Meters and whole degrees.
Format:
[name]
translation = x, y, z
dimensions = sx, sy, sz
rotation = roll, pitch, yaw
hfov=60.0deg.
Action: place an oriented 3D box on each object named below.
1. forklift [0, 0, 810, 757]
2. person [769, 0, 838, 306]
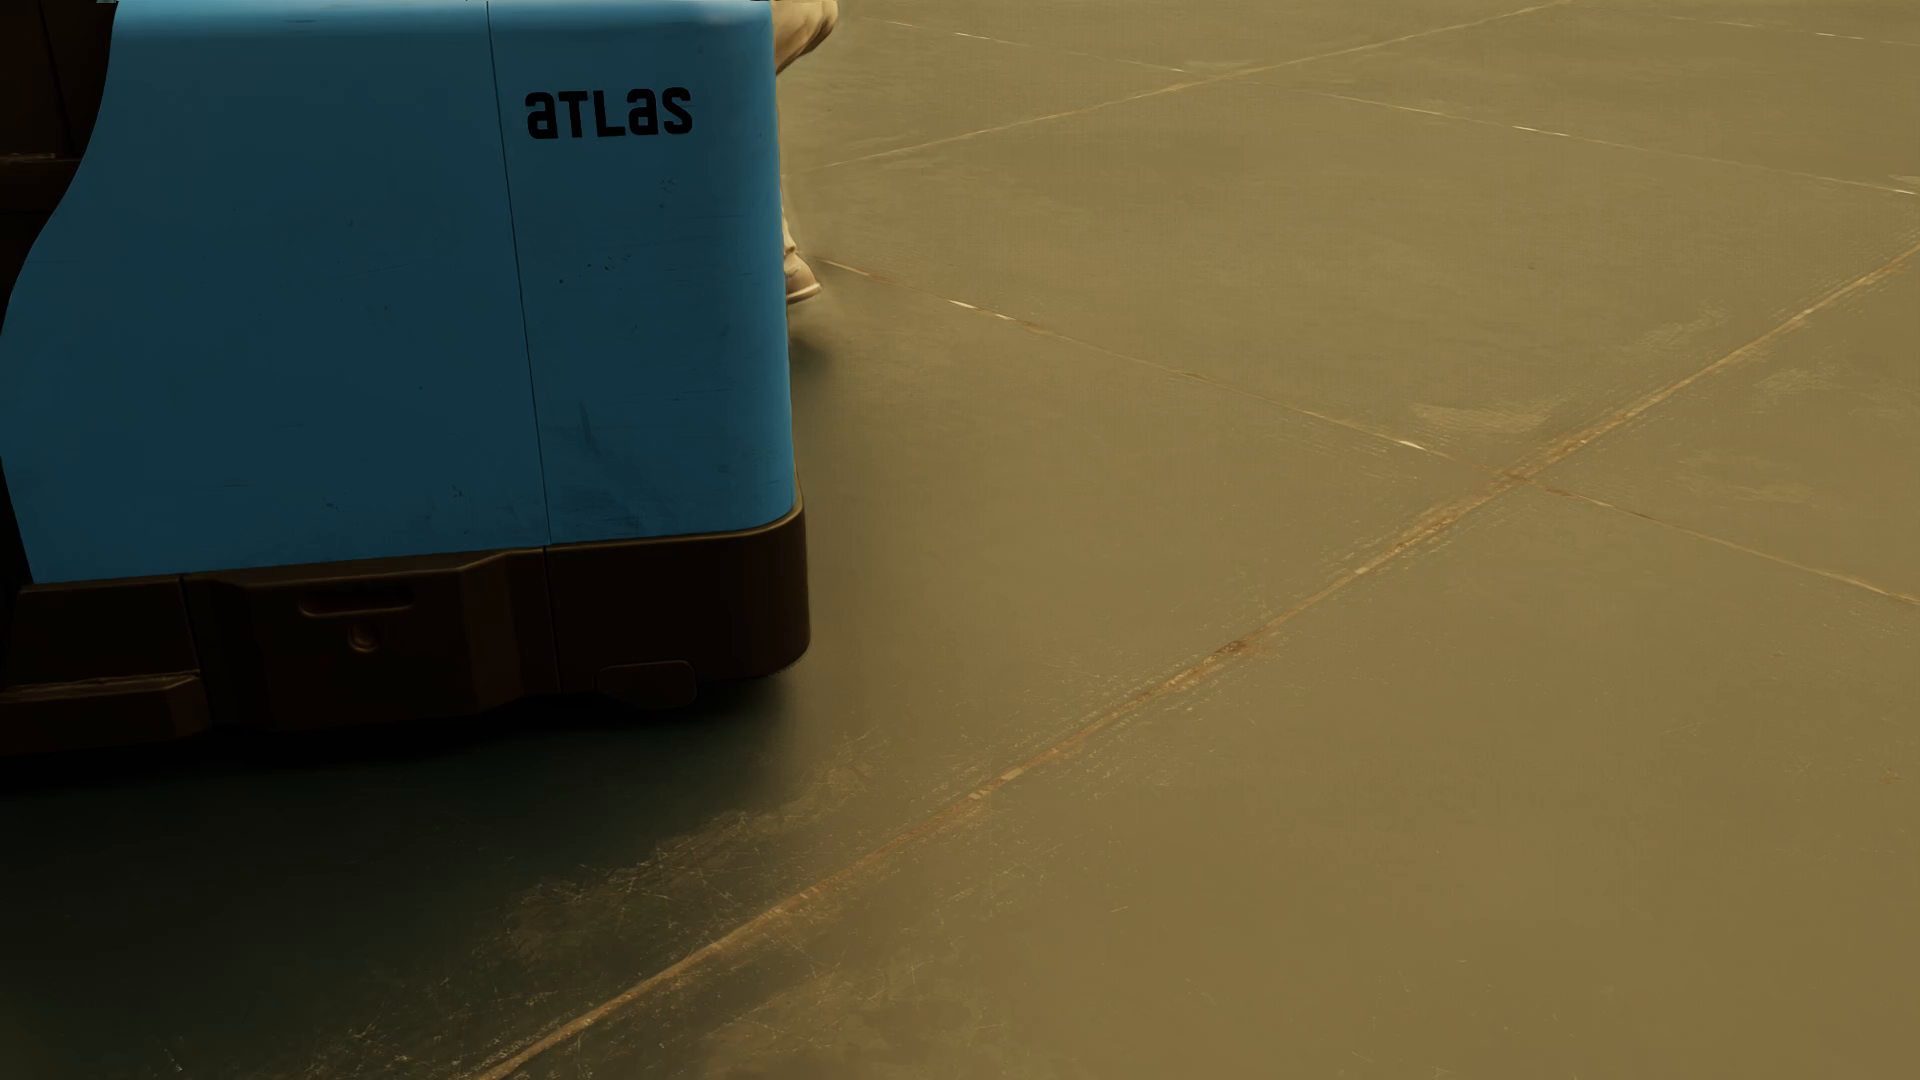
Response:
[forklift]
translation = -1.802, -1.161, 2.145
dimensions = 3.031, 2.935, 1.130
rotation = -5, 26, -9
[person]
translation = -0.528, -1.346, 4.246
dimensions = 0.505, 1.606, 1.057
rotation = 4, 26, 8
